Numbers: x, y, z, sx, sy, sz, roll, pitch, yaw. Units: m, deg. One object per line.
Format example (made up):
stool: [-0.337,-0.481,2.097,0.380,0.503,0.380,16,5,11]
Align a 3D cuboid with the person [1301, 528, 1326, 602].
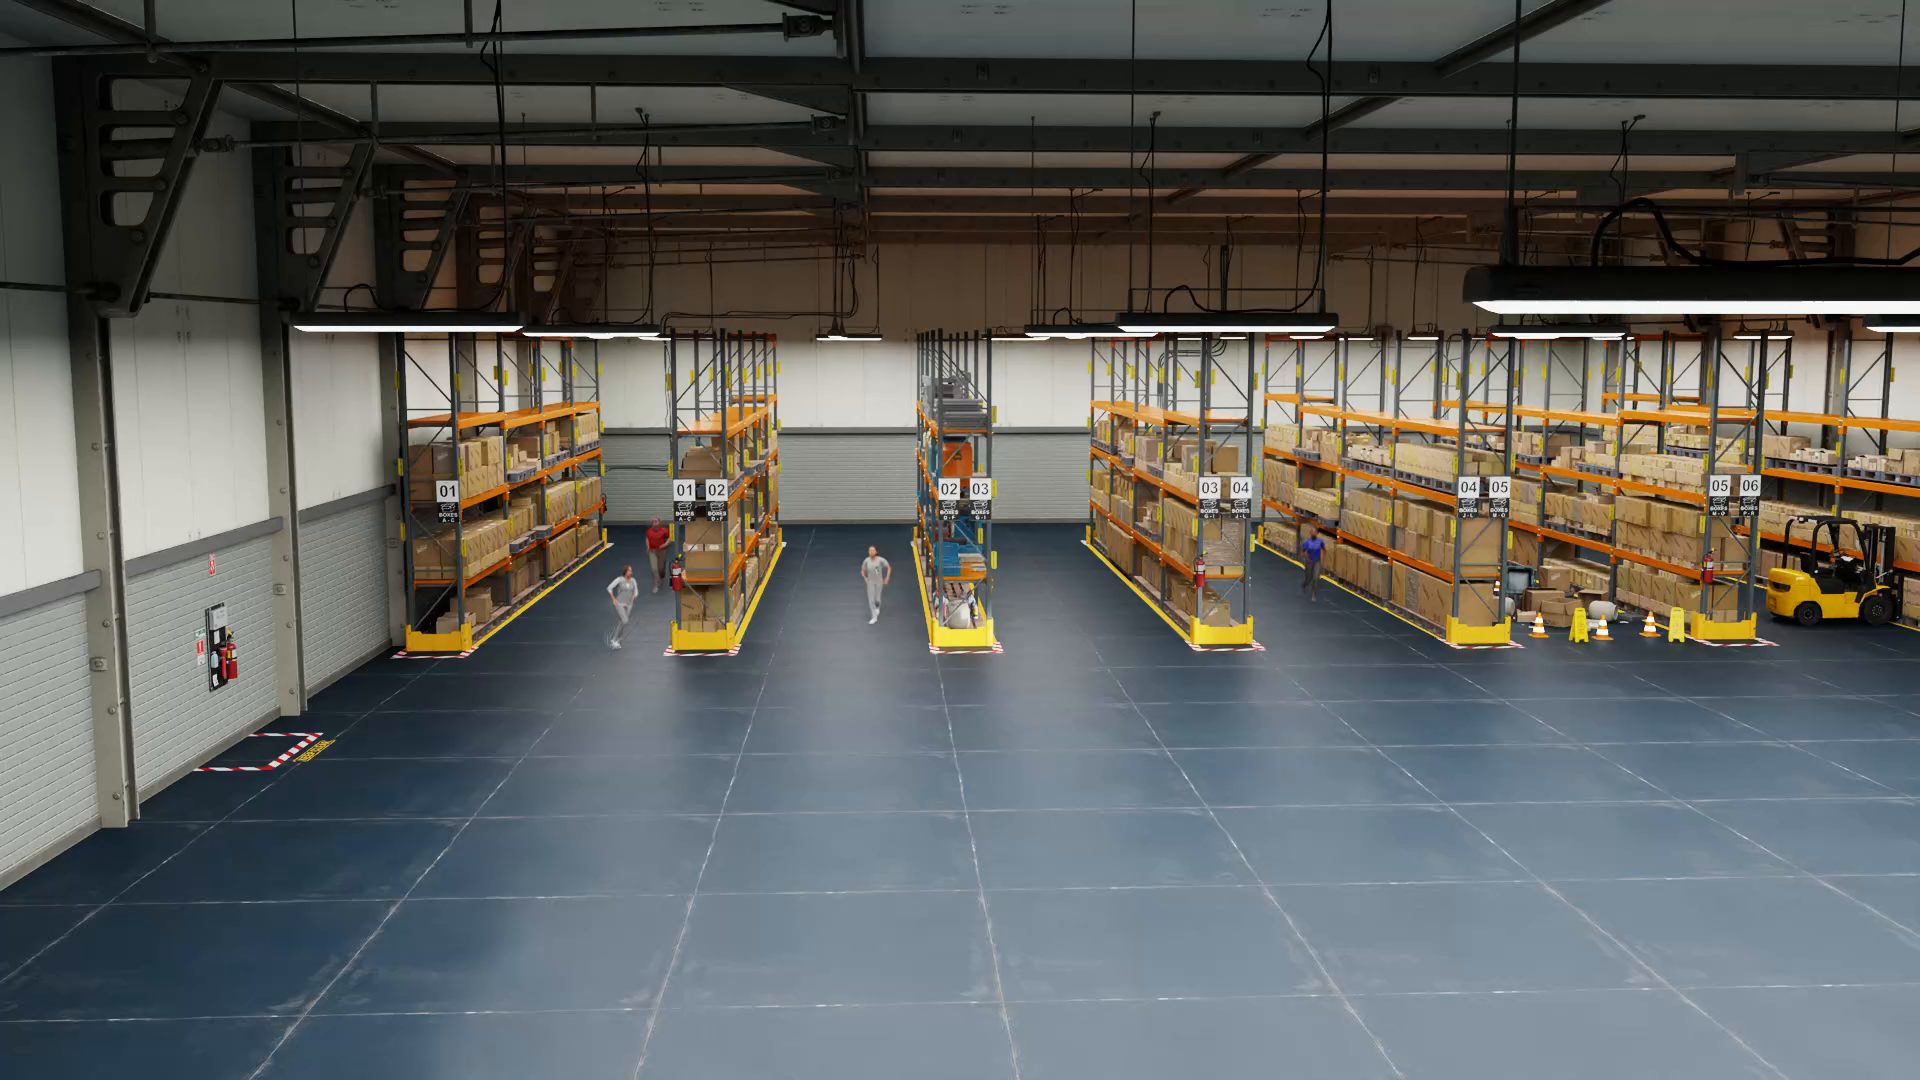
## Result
person: [7.918,0.540,37.284,0.586,1.649,0.769,0,7,1]

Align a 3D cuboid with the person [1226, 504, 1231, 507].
person: [7.433,-0.661,47.050,0.714,1.701,0.881,0,7,-1]

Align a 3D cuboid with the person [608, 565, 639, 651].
person: [-6.322,1.264,31.307,0.548,1.582,0.609,-6,9,-41]

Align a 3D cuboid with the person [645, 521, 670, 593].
person: [-7.015,0.368,38.647,0.629,1.665,0.809,0,7,0]

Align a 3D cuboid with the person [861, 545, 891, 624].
person: [-1.741,0.917,34.080,0.596,1.621,0.624,1,7,9]
